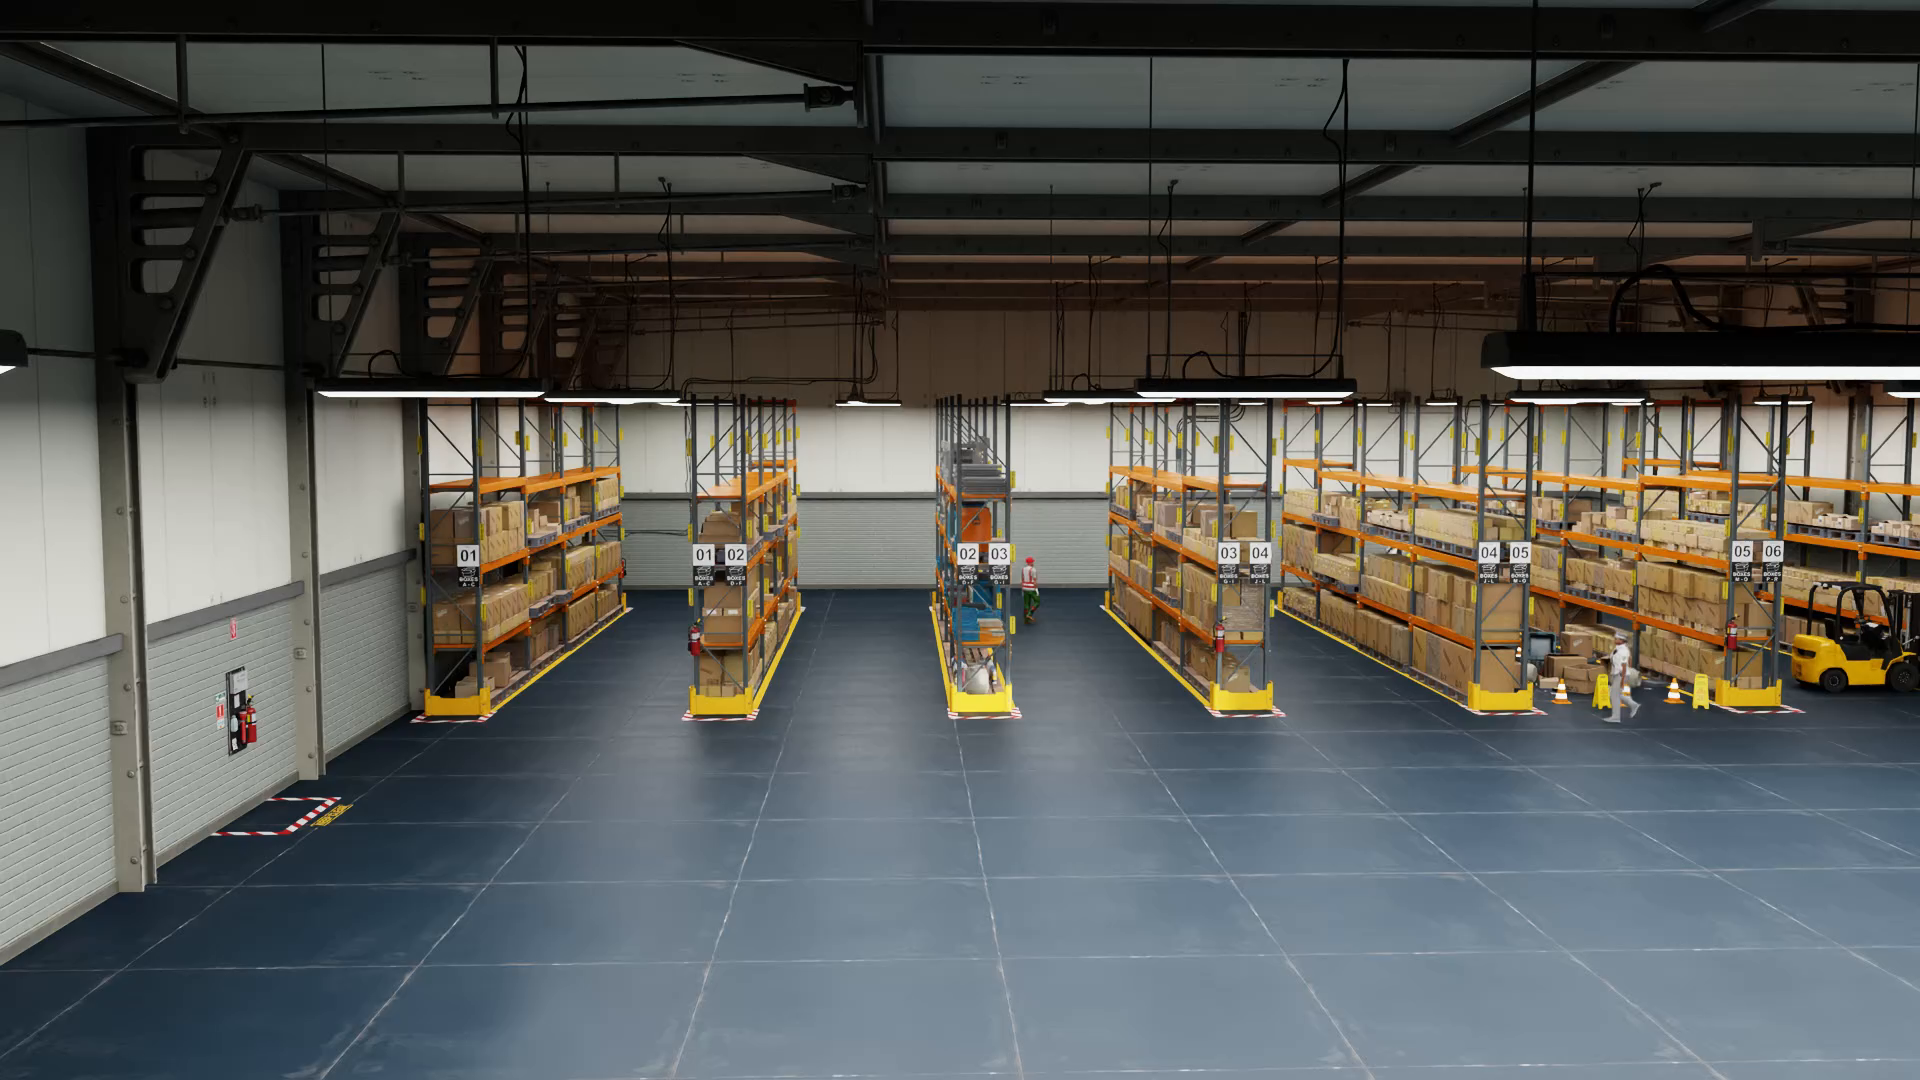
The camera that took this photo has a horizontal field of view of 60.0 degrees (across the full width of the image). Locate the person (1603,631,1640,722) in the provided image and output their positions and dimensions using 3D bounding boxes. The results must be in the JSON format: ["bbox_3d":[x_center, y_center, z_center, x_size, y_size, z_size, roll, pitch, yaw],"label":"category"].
[{"bbox_3d":[12.100,2.486,30.335,0.671,1.663,0.455,0,5,6],"label":"person"}]

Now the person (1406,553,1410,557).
[{"bbox_3d":[12.392,1.251,45.646,0.616,1.766,0.467,-4,6,-44],"label":"person"}]

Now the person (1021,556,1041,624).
[{"bbox_3d":[1.850,1.332,44.290,0.468,1.790,0.589,-4,6,-43],"label":"person"}]

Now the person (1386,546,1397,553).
[{"bbox_3d":[13.496,0.778,51.743,1.027,1.749,0.548,-1,5,-13],"label":"person"}]
